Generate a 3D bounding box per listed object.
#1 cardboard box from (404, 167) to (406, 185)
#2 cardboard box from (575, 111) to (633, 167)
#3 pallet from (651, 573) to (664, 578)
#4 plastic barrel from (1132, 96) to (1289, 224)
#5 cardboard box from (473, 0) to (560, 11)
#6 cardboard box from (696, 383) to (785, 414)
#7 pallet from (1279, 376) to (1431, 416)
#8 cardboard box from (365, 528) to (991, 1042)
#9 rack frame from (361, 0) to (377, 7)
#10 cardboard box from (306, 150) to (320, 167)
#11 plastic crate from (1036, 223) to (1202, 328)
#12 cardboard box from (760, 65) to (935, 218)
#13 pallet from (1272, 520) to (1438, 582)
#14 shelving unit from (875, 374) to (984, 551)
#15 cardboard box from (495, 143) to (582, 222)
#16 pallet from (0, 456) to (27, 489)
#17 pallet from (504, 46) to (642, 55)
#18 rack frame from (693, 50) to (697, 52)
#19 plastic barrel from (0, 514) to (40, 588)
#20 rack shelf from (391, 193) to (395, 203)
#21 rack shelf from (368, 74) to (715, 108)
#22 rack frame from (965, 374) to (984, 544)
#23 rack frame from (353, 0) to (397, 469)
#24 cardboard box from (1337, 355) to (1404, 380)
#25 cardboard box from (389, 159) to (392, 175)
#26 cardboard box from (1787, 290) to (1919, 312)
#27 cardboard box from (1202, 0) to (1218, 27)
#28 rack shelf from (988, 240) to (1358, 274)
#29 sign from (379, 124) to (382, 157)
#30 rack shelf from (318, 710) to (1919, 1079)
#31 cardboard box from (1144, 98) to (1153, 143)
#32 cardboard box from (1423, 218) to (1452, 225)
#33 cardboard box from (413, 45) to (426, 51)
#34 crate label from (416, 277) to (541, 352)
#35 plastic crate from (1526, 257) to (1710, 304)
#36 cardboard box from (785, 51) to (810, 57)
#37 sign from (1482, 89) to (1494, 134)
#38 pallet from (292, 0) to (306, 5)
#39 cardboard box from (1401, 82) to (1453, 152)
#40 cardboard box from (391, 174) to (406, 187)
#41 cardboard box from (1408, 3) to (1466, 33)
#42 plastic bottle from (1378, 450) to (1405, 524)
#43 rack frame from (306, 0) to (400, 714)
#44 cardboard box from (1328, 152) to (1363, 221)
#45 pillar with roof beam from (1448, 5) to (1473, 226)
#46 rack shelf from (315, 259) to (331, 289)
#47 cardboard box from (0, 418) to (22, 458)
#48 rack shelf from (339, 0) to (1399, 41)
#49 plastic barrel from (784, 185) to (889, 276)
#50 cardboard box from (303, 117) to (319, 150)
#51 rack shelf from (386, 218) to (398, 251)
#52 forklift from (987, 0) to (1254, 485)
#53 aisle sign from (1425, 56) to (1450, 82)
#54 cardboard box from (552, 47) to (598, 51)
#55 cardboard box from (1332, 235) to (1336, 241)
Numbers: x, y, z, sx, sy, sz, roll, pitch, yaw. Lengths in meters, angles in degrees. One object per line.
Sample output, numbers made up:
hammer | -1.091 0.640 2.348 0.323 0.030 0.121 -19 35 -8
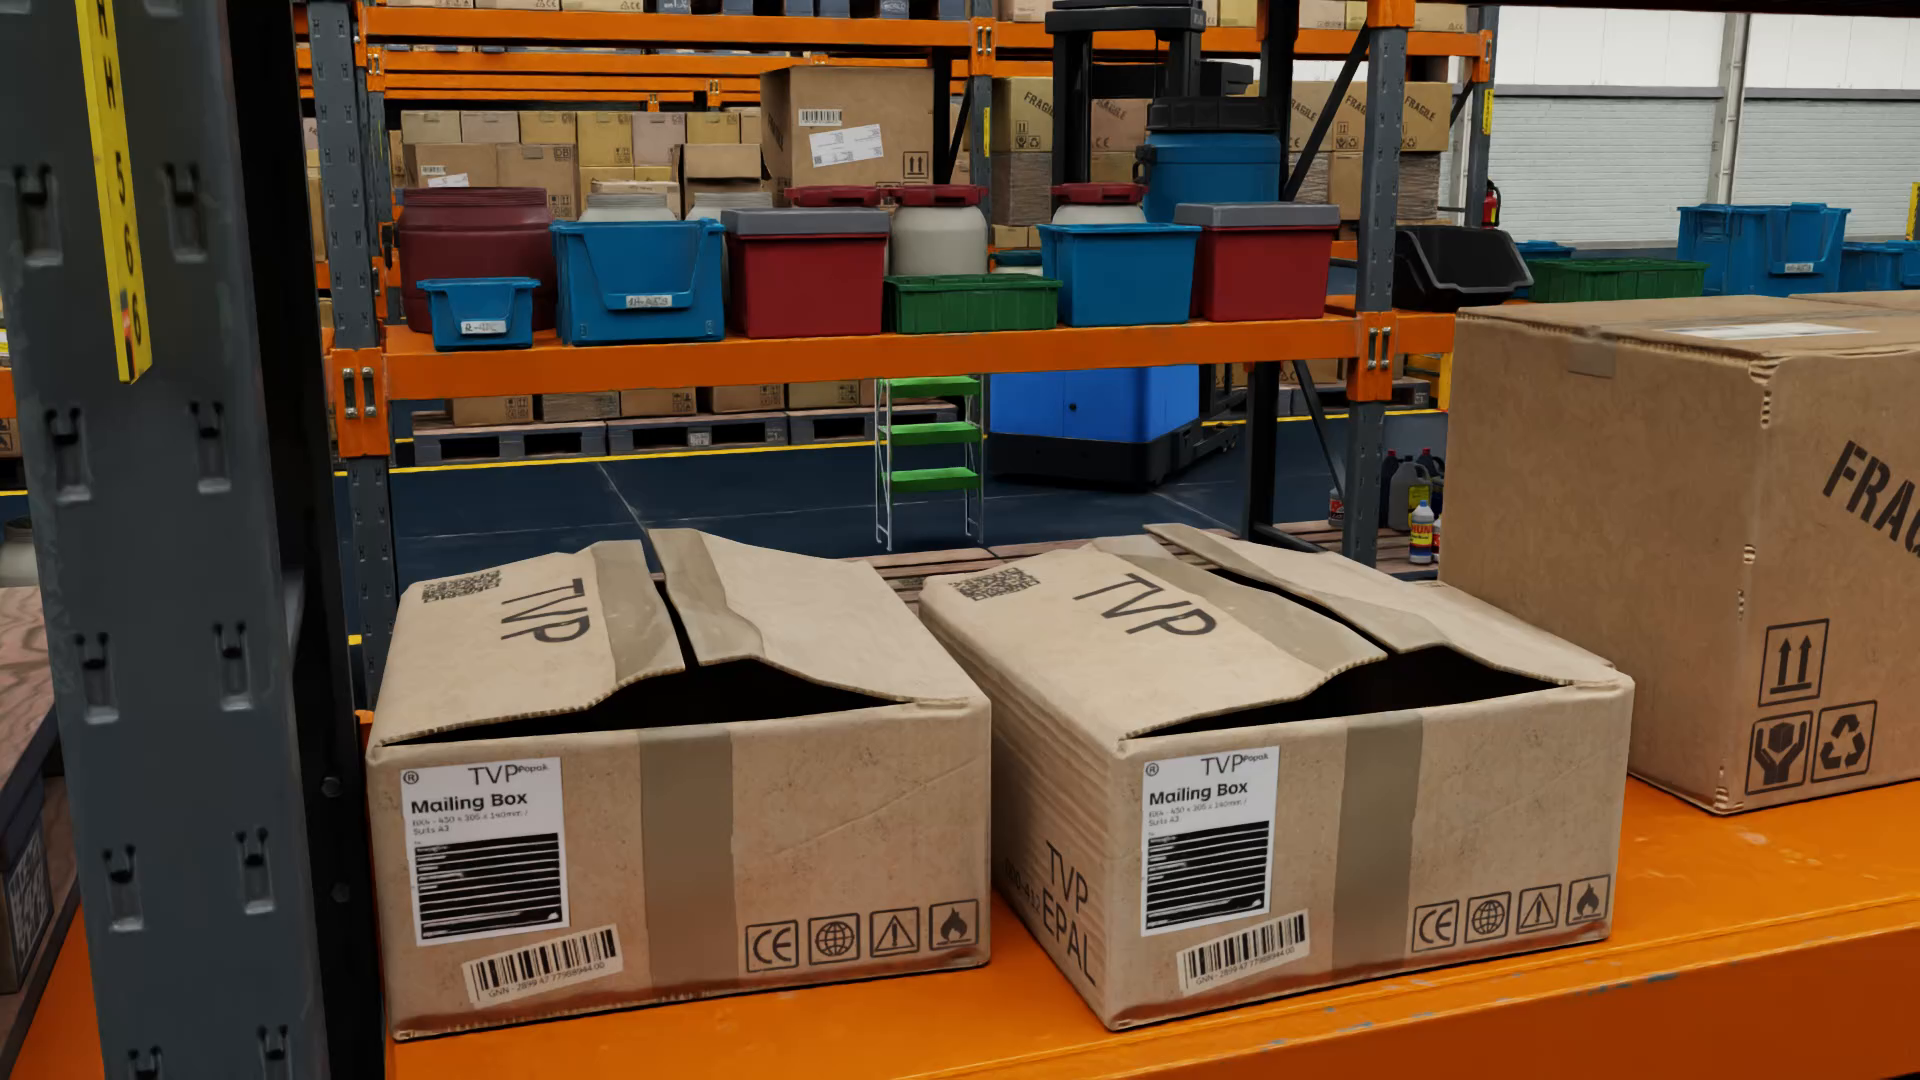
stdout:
cardboard box | -4.937 -3.253 15.620 0.500 0.500 0.500 -4 14 -18
cardboard box | -3.401 -3.792 15.725 0.500 0.500 0.700 -5 14 -19
pallet | -1.466 0.377 6.600 1.213 0.211 1.003 -4 14 -18
plastic barrel | 1.115 -1.508 7.415 0.708 0.901 0.600 -4 14 -18
cardboard box | -2.779 -3.420 10.380 0.500 0.250 0.500 -4 14 -17
cardboard box | -1.578 -1.197 11.644 0.500 0.500 0.700 -6 15 -23
pallet | 2.936 -1.193 13.202 1.213 0.211 1.003 -4 14 -18
cardboard box | -0.278 0.182 1.587 0.500 0.311 0.500 -4 14 -15
rack frame | -5.279 -6.031 14.550 0.127 3.000 1.000 -4 14 -18
cardboard box | -5.597 -3.347 14.581 0.250 0.149 0.380 -5 14 -20
plastic crate | 0.632 -1.068 6.687 0.575 0.384 0.392 -4 14 -18
cardboard box | -0.799 -2.780 11.645 1.000 1.000 1.000 -4 14 -18
pallet | 2.228 0.090 7.807 1.213 0.211 1.003 -4 14 -18
shelving unit | -0.157 -0.572 8.453 0.503 1.200 0.258 -4 14 -18
cardboard box | -2.796 -2.382 11.049 0.500 0.500 0.700 -2 14 -10
pallet | -5.718 -0.529 10.412 1.213 0.211 1.003 -4 14 -18
pallet | -3.626 -4.622 15.518 1.213 0.211 1.003 -4 14 -15
rack frame | -3.162 -7.404 20.324 0.127 3.000 1.000 -4 14 -18
plastic barrel | -3.178 0.177 5.887 0.421 0.512 0.421 0 13 0
rack shelf | -6.644 -5.076 25.057 4.000 0.370 1.077 -4 14 -18
rack shelf | -5.058 -5.447 20.134 4.000 0.370 1.077 -4 14 -18
rack frame | 0.074 -0.590 8.528 0.015 1.200 0.240 -4 14 -18
rack frame | -3.793 -2.017 10.640 0.127 3.000 1.000 -4 14 -18
cardboard box | 3.192 -1.553 13.184 0.500 0.500 0.500 -2 14 -8
cardboard box | -8.033 -5.423 24.202 0.500 0.250 0.500 -4 14 -18
cardboard box | 1.447 -0.059 2.192 0.500 0.500 0.500 -4 14 -18
cardboard box | 1.481 -3.750 11.768 0.500 0.250 0.500 -5 14 -20
rack shelf | 1.894 -2.110 12.585 4.000 0.370 1.077 -4 14 -18
sign | -5.097 -3.519 14.622 0.005 0.325 0.100 -4 14 -18
rack shelf | 1.259 0.358 2.208 4.000 0.370 1.077 -4 14 -18
cardboard box | 1.454 -3.043 11.936 0.500 0.500 0.500 -4 14 -18
cardboard box | 3.585 -2.419 12.872 0.250 0.149 0.380 -4 14 -18
cardboard box | -7.776 -7.040 23.934 0.500 0.500 0.500 -4 14 -18
crate label | -1.694 -0.798 5.877 0.416 0.233 0.303 -4 14 -18
plastic crate | 2.955 -1.161 7.499 0.662 0.188 0.450 -4 14 -18
cardboard box | -2.172 -6.029 20.707 0.500 0.250 0.500 -5 14 -19
sign | 3.948 -3.201 12.433 0.005 0.325 0.100 -4 14 -18
pallet | -4.386 -3.325 10.066 1.003 0.211 1.213 -4 14 -15
cardboard box | 3.347 -3.192 12.562 0.500 0.500 0.500 -4 14 -18
cardboard box | -6.586 -4.256 19.687 0.250 0.149 0.380 -5 14 -21
cardboard box | 3.414 -3.902 12.408 0.500 0.250 0.500 -4 14 -17
plastic bottle | 2.097 -0.262 8.035 0.185 0.351 0.144 -5 14 -20
rack frame | -2.213 -0.931 6.073 0.127 3.000 1.000 -4 14 -18
cardboard box | 2.824 -2.703 12.665 0.500 0.500 0.875 -4 14 -18
pillar with roof beam | 10.841 -8.875 26.510 0.400 9.000 9.100 -4 14 -18
rack shelf | -5.688 -1.519 10.102 4.000 0.370 1.077 -4 14 -18
cardboard box | -6.137 -1.010 10.091 0.875 0.875 1.225 -5 14 -20
rack shelf | -0.317 -2.187 6.430 4.000 0.370 1.077 -4 14 -18
plastic barrel | -0.504 -1.183 6.842 0.433 0.535 0.433 0 13 0
cardboard box | -7.360 -4.630 19.248 0.500 0.500 0.500 -5 14 -20
rack shelf | -3.383 -2.910 15.948 4.000 0.370 1.077 -4 14 -18
forklift | 1.244 -2.047 10.915 1.130 2.935 3.031 6 15 24
aisle sign | 3.753 -3.942 13.117 0.004 0.787 0.394 -4 14 -18
cardboard box | -4.634 -5.928 20.016 0.500 0.250 0.500 -4 14 -17
cardboard box | 2.636 -2.346 12.568 0.250 0.149 0.380 -4 14 -18
